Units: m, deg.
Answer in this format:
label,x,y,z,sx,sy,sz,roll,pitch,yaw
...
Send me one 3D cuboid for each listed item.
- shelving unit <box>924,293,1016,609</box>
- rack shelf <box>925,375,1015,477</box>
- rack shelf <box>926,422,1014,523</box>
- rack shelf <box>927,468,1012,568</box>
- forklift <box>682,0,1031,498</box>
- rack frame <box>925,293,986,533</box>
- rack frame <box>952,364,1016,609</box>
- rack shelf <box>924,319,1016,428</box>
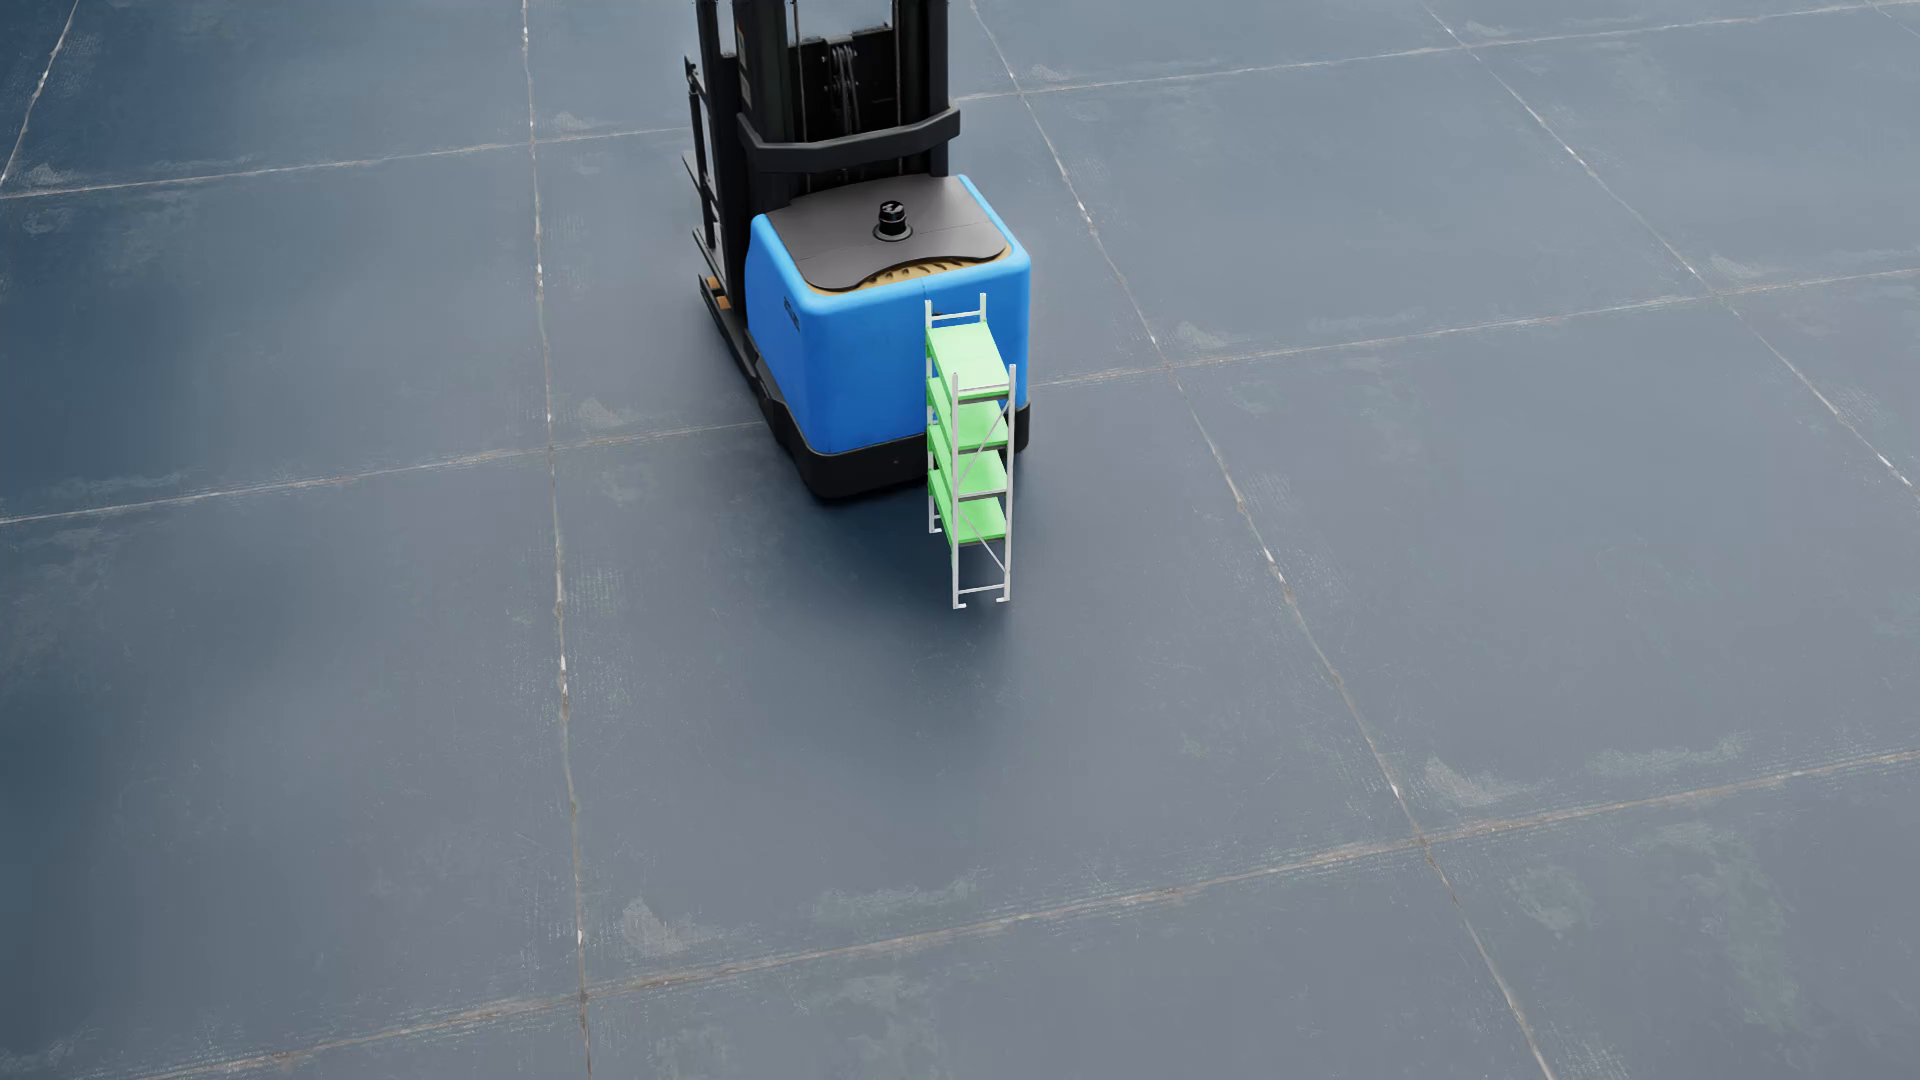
label,x,y,z,sx,sy,sz,roll,pitch,yaw
shelving unit,0.036,-0.341,6.731,0.258,1.200,0.503,-8,42,-9
rack shelf,0.036,-0.473,6.614,0.258,0.148,0.480,-8,42,-9
rack shelf,0.036,-0.294,6.773,0.258,0.148,0.480,-8,42,-9
rack shelf,0.036,-0.114,6.933,0.258,0.148,0.480,-8,42,-9
forklift,-0.696,-2.268,7.597,1.130,2.935,3.031,-15,44,-16
rack frame,-0.017,-0.500,6.909,0.240,1.200,0.015,-8,42,-9
rack frame,0.088,-0.183,6.553,0.240,1.200,0.015,-8,42,-9
rack shelf,0.036,-0.653,6.455,0.258,0.148,0.480,-8,42,-9
